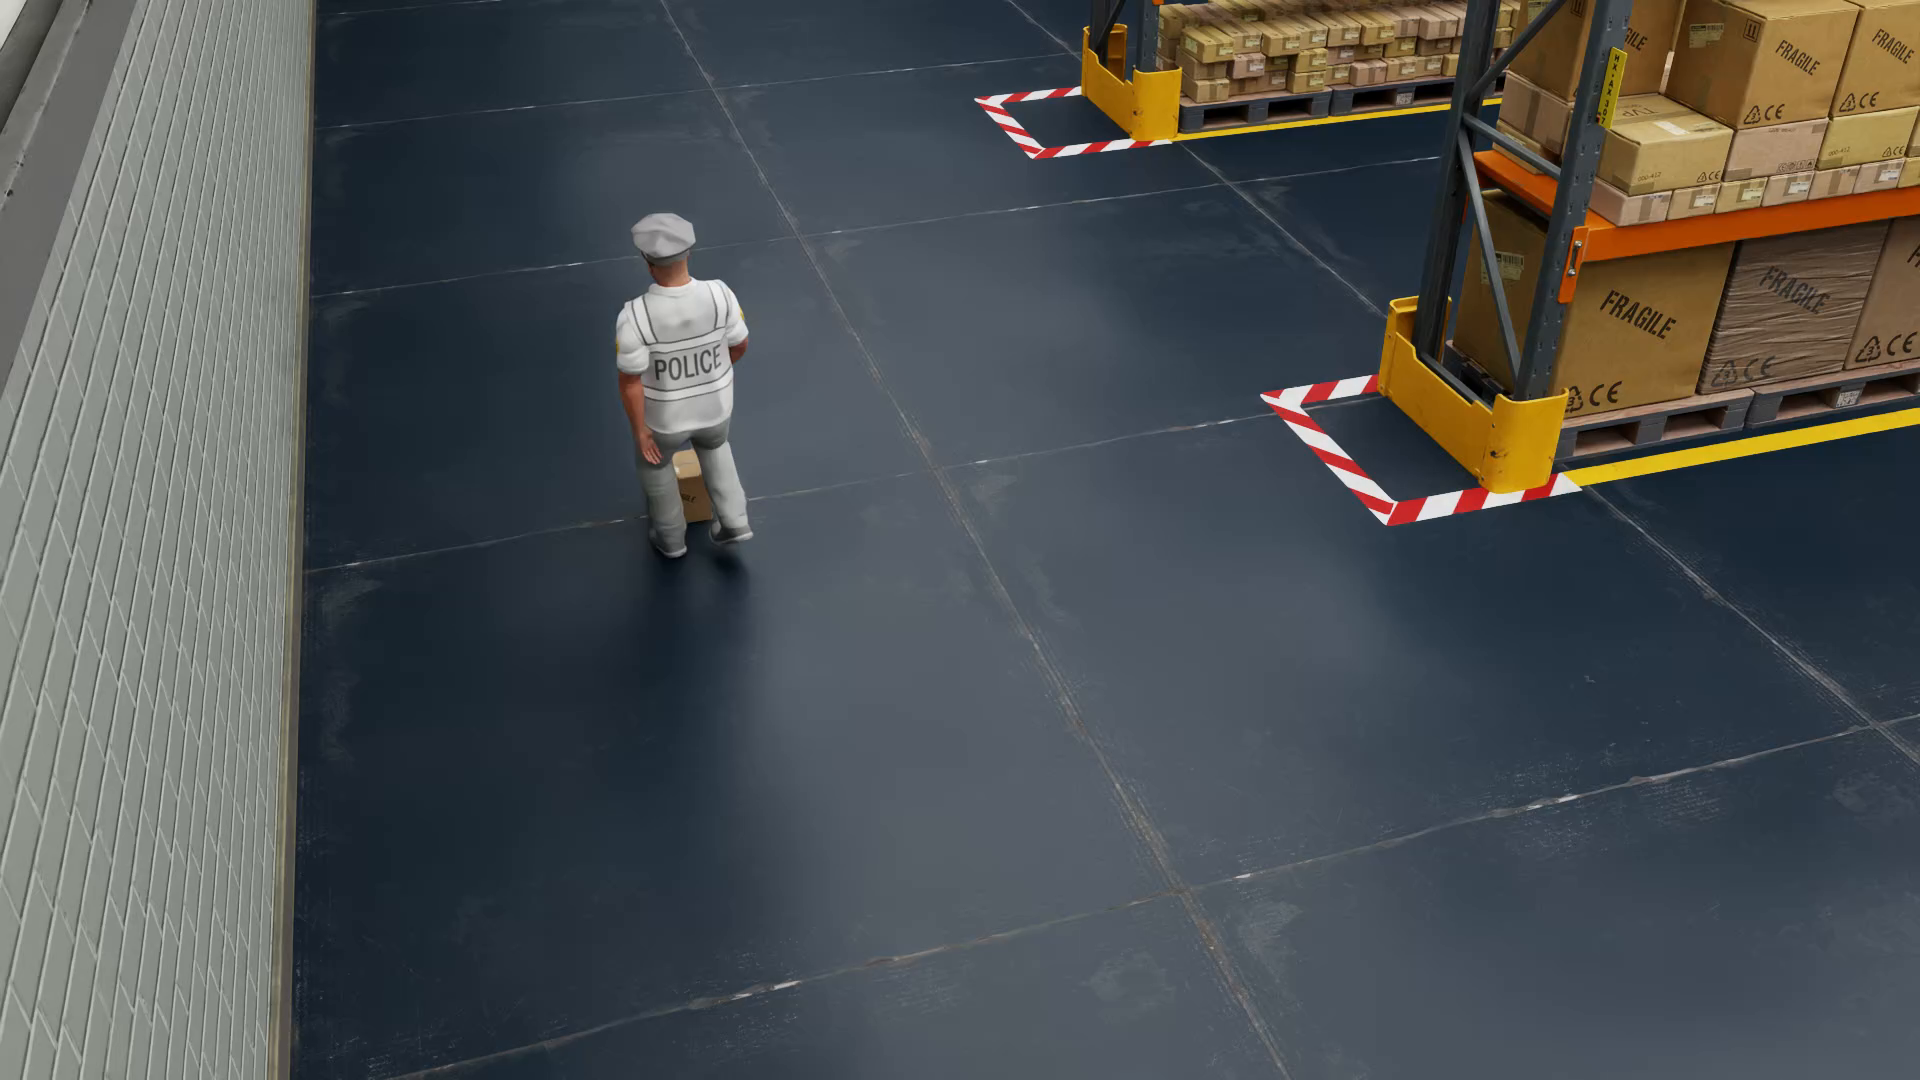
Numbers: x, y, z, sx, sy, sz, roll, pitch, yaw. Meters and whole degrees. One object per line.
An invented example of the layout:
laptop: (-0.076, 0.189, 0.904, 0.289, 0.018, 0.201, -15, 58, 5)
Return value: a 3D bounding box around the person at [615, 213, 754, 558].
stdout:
person: (-1.209, -0.625, 7.133, 0.582, 1.742, 0.641, -15, 37, -21)
